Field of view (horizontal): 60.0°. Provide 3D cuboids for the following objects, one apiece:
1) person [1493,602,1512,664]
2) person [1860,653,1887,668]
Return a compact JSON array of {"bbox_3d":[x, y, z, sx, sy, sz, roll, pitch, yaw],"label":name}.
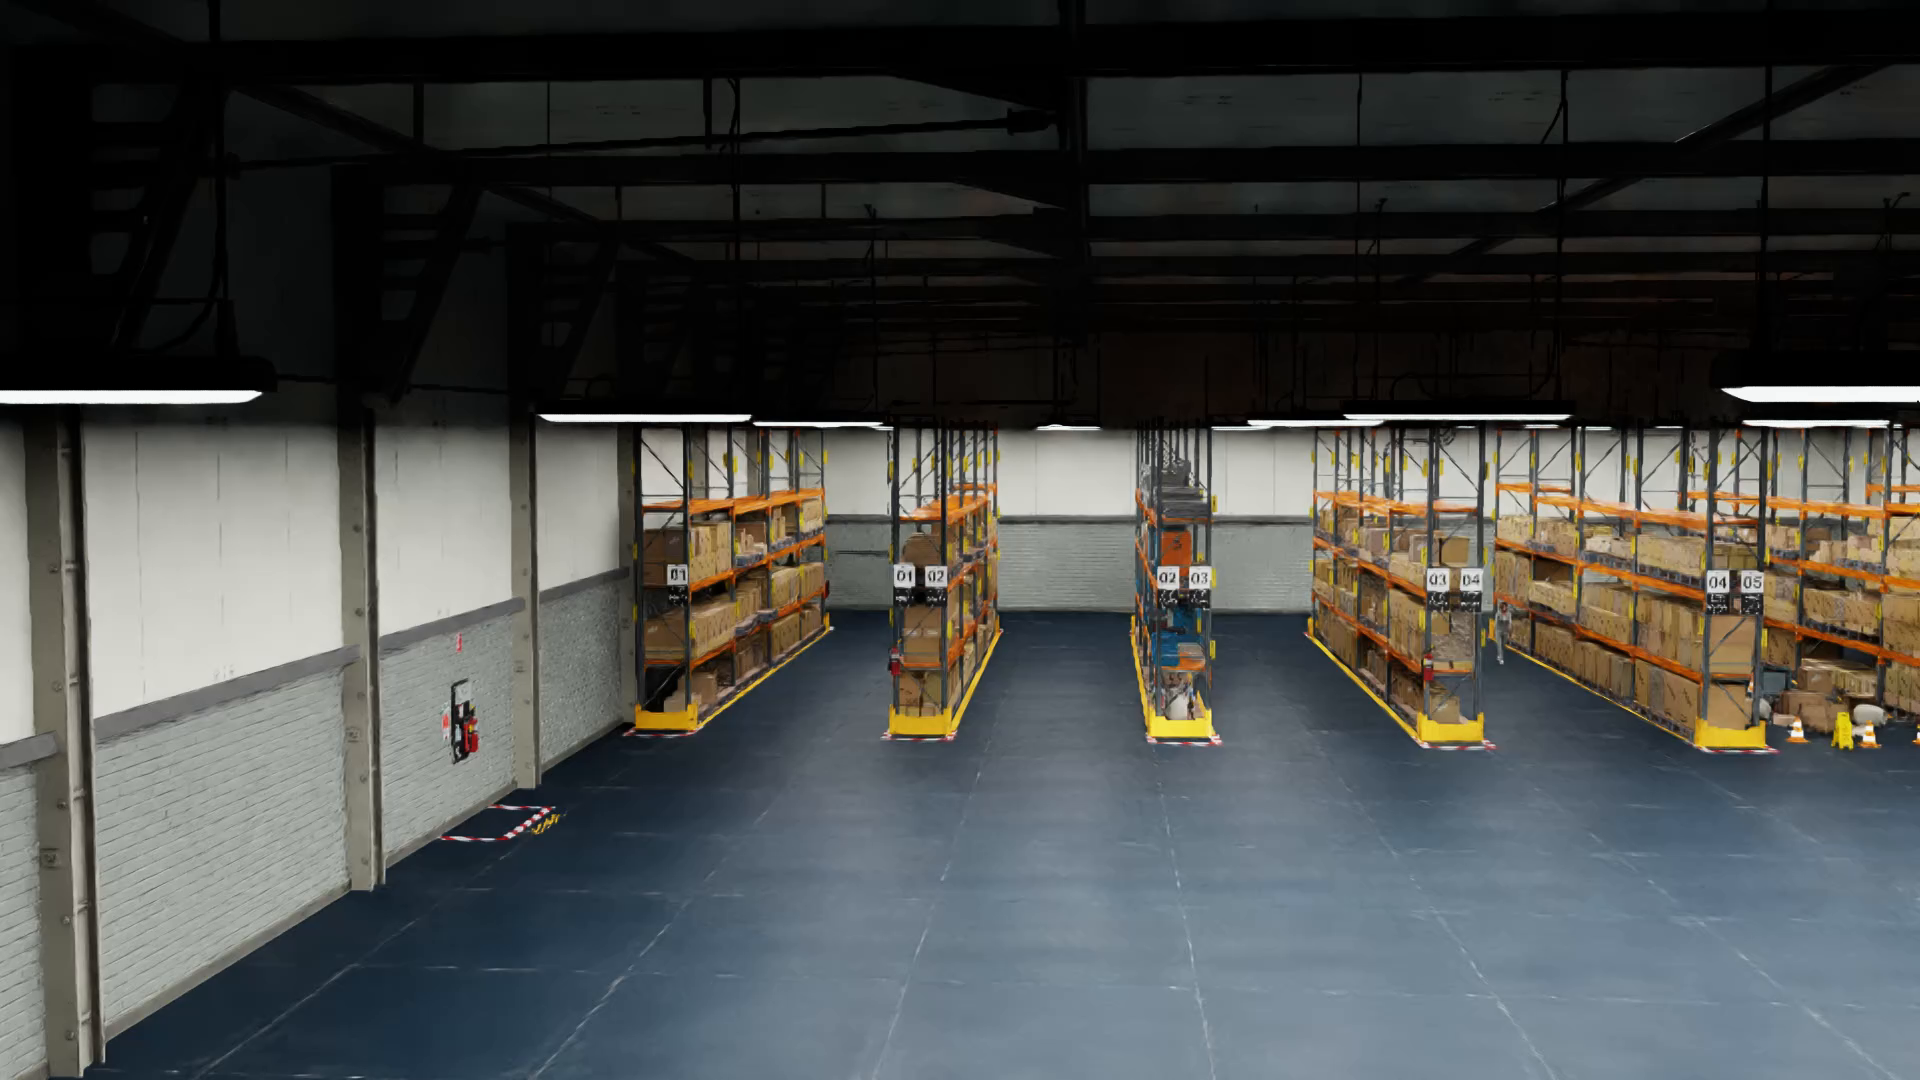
[{"bbox_3d":[13.428,2.273,41.105,0.415,1.504,1.041,0,4,2],"label":"person"},{"bbox_3d":[22.189,2.189,40.345,0.581,1.768,0.633,2,4,31],"label":"person"}]
